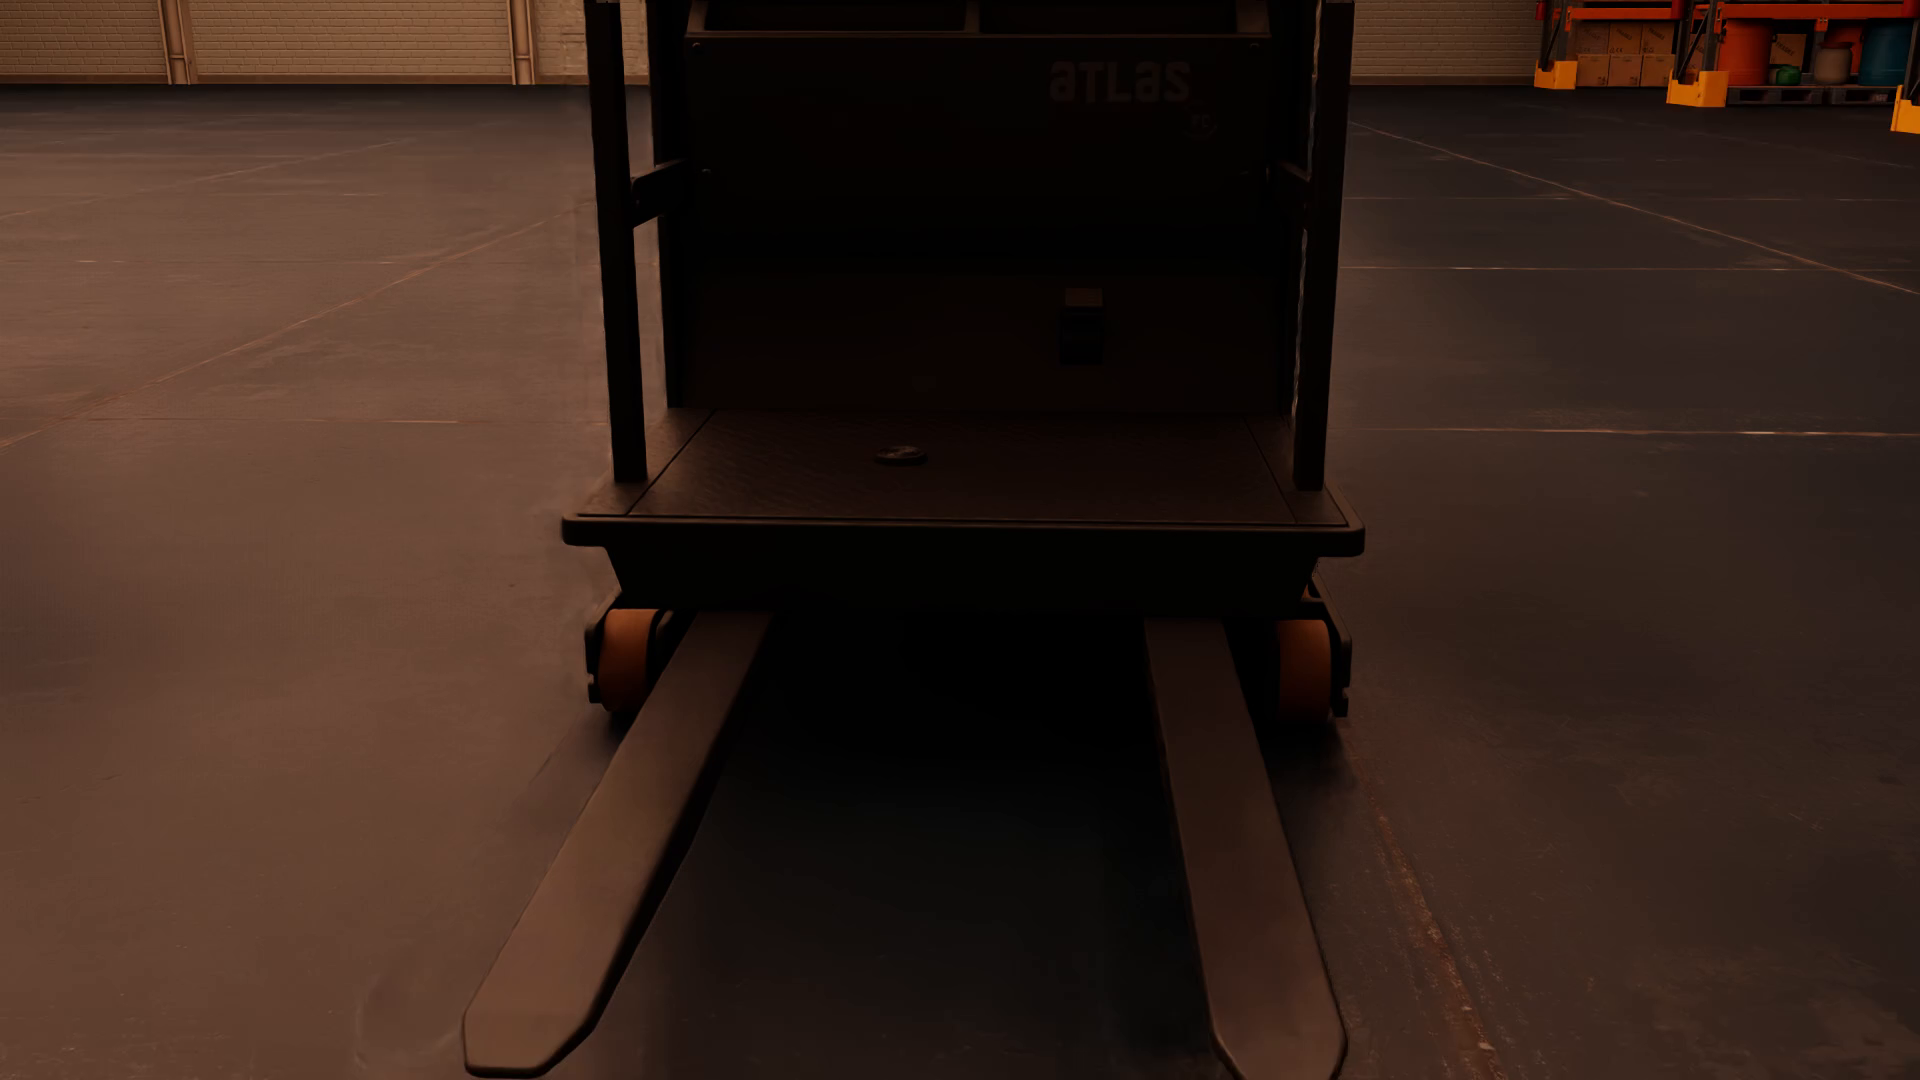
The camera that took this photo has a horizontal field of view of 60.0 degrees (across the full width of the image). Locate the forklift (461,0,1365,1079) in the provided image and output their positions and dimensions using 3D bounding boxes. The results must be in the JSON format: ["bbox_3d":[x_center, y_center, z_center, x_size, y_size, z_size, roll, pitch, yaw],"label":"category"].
[{"bbox_3d":[0.020,-1.218,2.353,1.130,2.935,3.031,1,17,3],"label":"forklift"}]
